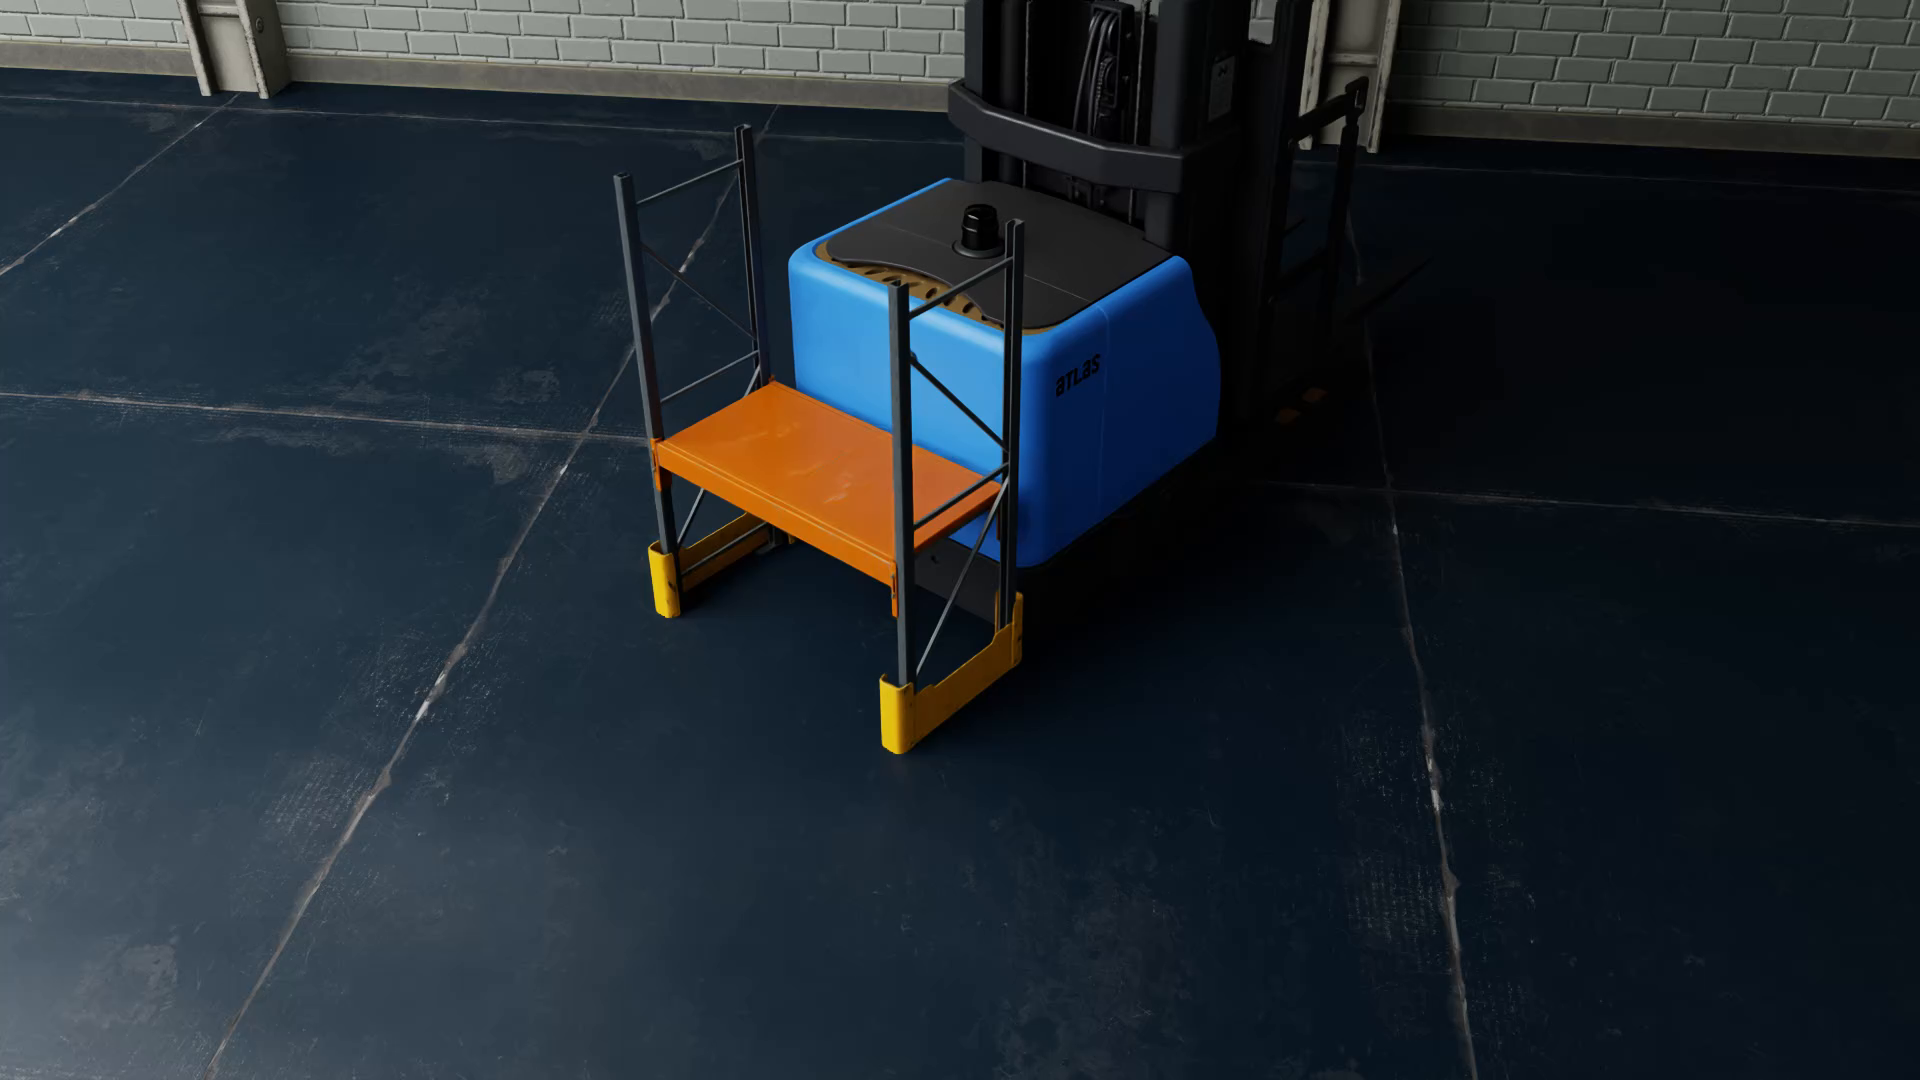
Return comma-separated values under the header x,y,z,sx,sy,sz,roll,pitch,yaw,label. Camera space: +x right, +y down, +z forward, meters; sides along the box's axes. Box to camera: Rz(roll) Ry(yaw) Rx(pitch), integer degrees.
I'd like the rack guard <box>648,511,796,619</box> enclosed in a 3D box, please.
x,y,z,sx,sy,sz,roll,pitch,yaw,label
-0.779,0.014,5.516,0.087,0.250,0.587,26,43,32,rack guard

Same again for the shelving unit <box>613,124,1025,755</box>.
x,y,z,sx,sy,sz,roll,pitch,yaw,label
-0.399,-0.309,4.891,1.083,1.500,0.587,26,43,32,shelving unit

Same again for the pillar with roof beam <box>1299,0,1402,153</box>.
x,y,z,sx,sy,sz,roll,pitch,yaw,label
1.423,-3.272,2.588,0.400,9.000,9.100,4,36,6,pillar with roof beam

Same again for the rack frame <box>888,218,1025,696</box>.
x,y,z,sx,sy,sz,roll,pitch,yaw,label
-0.003,-0.115,4.620,0.032,1.500,0.500,26,43,32,rack frame

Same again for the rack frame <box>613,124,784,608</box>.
x,y,z,sx,sy,sz,roll,pitch,yaw,label
-0.780,-0.496,5.153,0.032,1.500,0.500,26,43,32,rack frame

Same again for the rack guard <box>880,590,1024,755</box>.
x,y,z,sx,sy,sz,roll,pitch,yaw,label
-0.018,0.387,4.993,0.087,0.250,0.587,26,43,32,rack guard

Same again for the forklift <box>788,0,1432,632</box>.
x,y,z,sx,sy,sz,roll,pitch,yaw,label
0.782,-1.688,5.592,1.130,2.935,3.031,26,43,32,forklift

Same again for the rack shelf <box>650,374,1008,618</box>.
x,y,z,sx,sy,sz,roll,pitch,yaw,label
-0.392,-0.159,4.991,1.000,0.185,0.538,26,43,32,rack shelf

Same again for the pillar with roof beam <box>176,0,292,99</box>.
x,y,z,sx,sy,sz,roll,pitch,yaw,label
-4.528,-3.716,3.210,0.400,9.000,9.100,4,36,6,pillar with roof beam
